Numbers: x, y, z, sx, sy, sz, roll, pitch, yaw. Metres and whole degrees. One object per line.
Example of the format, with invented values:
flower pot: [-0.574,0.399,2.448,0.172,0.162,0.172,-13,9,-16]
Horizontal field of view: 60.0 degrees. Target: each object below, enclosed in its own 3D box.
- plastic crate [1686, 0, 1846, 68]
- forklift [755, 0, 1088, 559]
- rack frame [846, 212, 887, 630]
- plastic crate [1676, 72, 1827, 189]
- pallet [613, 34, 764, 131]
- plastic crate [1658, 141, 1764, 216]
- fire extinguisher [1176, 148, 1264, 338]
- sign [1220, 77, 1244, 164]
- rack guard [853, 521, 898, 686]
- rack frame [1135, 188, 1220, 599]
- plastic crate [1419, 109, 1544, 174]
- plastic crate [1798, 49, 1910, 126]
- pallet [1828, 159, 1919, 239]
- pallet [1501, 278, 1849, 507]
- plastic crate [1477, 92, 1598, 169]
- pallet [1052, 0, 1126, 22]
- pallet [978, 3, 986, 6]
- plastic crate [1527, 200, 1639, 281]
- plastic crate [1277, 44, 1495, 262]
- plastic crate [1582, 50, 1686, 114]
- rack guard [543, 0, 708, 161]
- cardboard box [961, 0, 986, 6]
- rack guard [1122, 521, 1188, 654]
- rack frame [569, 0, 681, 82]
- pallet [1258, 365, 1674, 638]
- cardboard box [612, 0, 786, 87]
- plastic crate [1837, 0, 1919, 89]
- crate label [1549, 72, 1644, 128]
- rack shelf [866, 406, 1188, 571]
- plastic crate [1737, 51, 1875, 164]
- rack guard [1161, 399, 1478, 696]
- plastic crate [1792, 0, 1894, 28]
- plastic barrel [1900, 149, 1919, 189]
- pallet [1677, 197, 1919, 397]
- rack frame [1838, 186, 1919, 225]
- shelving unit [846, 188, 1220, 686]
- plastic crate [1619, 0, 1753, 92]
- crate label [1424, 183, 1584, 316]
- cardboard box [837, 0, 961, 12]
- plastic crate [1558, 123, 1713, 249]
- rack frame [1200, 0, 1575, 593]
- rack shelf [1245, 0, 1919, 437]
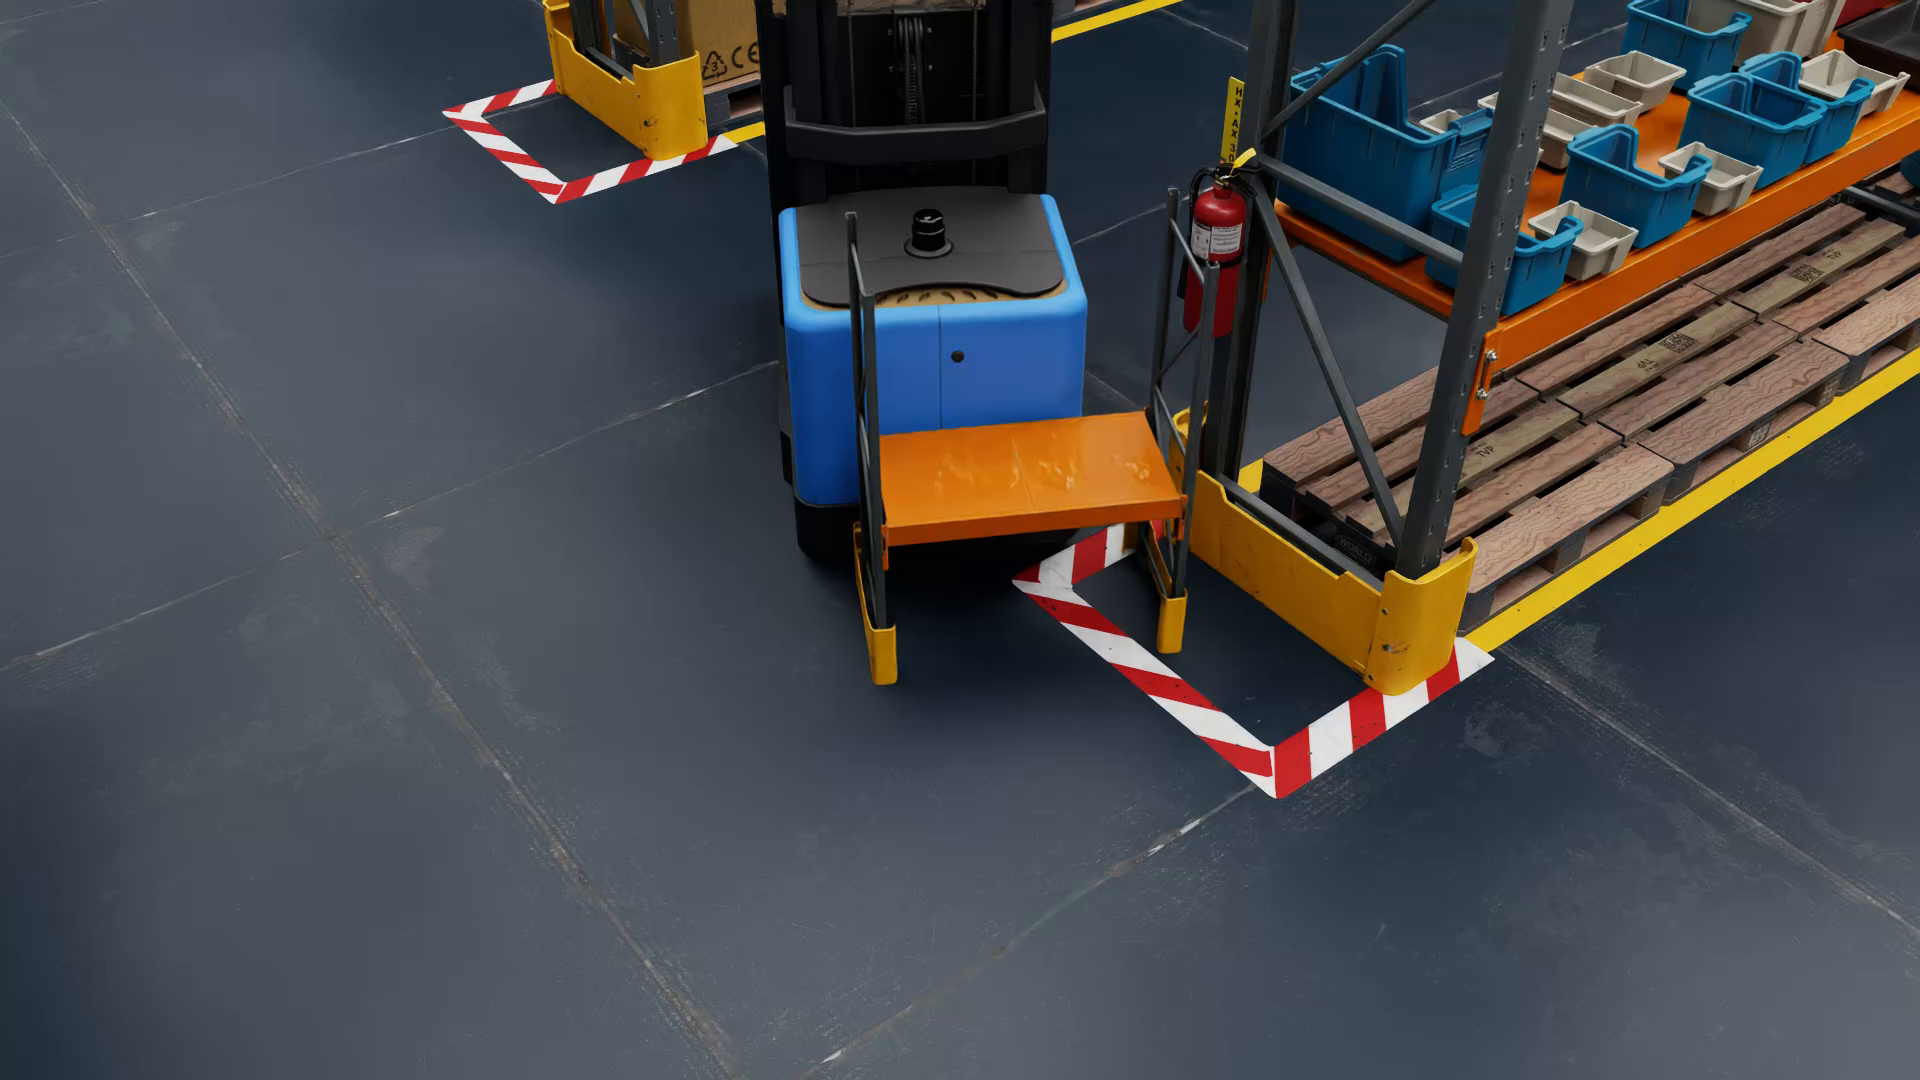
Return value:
plastic crate: [3.088,-2.019,6.392,0.530,0.282,0.437,-26,46,-28]
forklift: [-0.232,-1.993,6.369,1.130,2.935,3.031,-4,40,-5]
rack frame: [-0.298,-0.271,5.398,0.032,1.500,0.500,-6,40,-7]
plastic crate: [2.679,-1.390,5.664,0.300,0.233,0.416,-26,46,-28]
pallet: [-1.193,-2.754,9.441,1.213,0.211,1.003,-26,46,-28]
plastic crate: [2.478,-1.189,5.495,0.298,0.136,0.250,-26,46,-28]
fire extinguisher: [0.843,-0.989,5.446,0.183,0.674,0.296,-26,46,-28]
sign: [0.891,-1.327,5.373,0.005,0.325,0.100,-26,46,-28]
rack guard: [-0.297,0.212,5.795,0.087,0.250,0.587,-6,40,-7]
rack frame: [0.706,-0.371,5.520,0.032,1.500,0.500,-6,40,-7]
plastic crate: [1.775,-1.320,5.655,0.243,0.136,0.396,-26,46,-28]
plastic crate: [3.213,-1.636,6.040,0.466,0.136,0.293,-26,46,-28]
pallet: [5.048,-1.738,8.202,1.213,0.211,1.003,-26,46,-28]
pallet: [2.883,-0.683,6.916,1.213,0.211,1.003,-26,46,-28]
plastic crate: [2.014,-1.425,5.783,0.243,0.136,0.396,-26,46,-28]
pallet: [0.742,-3.697,10.590,1.213,0.211,1.003,-26,46,-28]
pallet: [-0.226,-3.223,10.012,1.213,0.211,1.003,-26,46,-28]
plastic crate: [1.940,-0.926,5.175,0.298,0.136,0.250,-26,46,-28]
plastic crate: [1.391,-1.253,5.337,0.499,0.435,0.616,-26,46,-28]
plastic crate: [2.443,-1.669,6.080,0.250,0.136,0.298,-26,46,-28]
rack guard: [-1.798,-2.508,8.913,0.348,0.500,1.175,-26,46,-28]
cardboard box: [0.107,-3.808,9.871,0.875,0.875,0.875,-26,46,-28]
rack guard: [0.687,0.114,5.914,0.087,0.250,0.587,-6,40,-7]
rack frame: [-1.779,-3.484,8.132,0.127,3.000,1.000,-26,46,-28]
pallet: [1.917,-0.214,6.345,1.213,0.211,1.003,-26,46,-28]
cardboard box: [-1.320,-3.112,9.023,0.875,0.875,0.875,-26,46,-28]
plastic crate: [3.687,-1.888,6.356,0.590,0.125,0.437,-26,46,-28]
crate label: [2.220,-1.545,5.929,0.243,0.136,0.396,-26,46,-28]
rack shelf: [0.204,-0.182,5.573,1.000,0.185,0.538,-6,40,-7]
plastic crate: [2.917,-1.506,5.806,0.300,0.233,0.416,-26,46,-28]
rack guard: [1.228,-0.011,5.869,0.348,0.500,1.175,-26,46,-28]
plastic crate: [3.550,-2.368,6.674,0.583,0.464,0.402,-26,46,-28]
plastic barrel: [4.852,-2.092,7.758,0.708,0.901,0.600,-26,46,-28]
pallet: [3.851,-1.157,7.494,1.213,0.211,1.003,-26,46,-28]
rack frame: [4.411,-2.539,6.980,0.127,3.000,1.000,-26,46,-28]
shelving unit: [0.195,-0.320,5.458,1.083,1.500,0.587,-6,40,-7]
plastic crate: [2.711,-1.874,6.254,0.300,0.233,0.416,-26,46,-28]
crate label: [1.635,-0.881,5.044,0.303,0.233,0.416,-26,46,-28]
cardboard box: [-0.599,-3.464,9.452,0.875,0.875,0.875,-26,46,-28]
plastic crate: [2.157,-1.136,5.354,0.300,0.233,0.416,-26,46,-28]
rack frame: [1.239,-0.993,5.095,0.127,3.000,1.000,-26,46,-28]
rack shelf: [2.825,-1.488,6.266,4.000,0.370,1.077,-26,46,-28]
